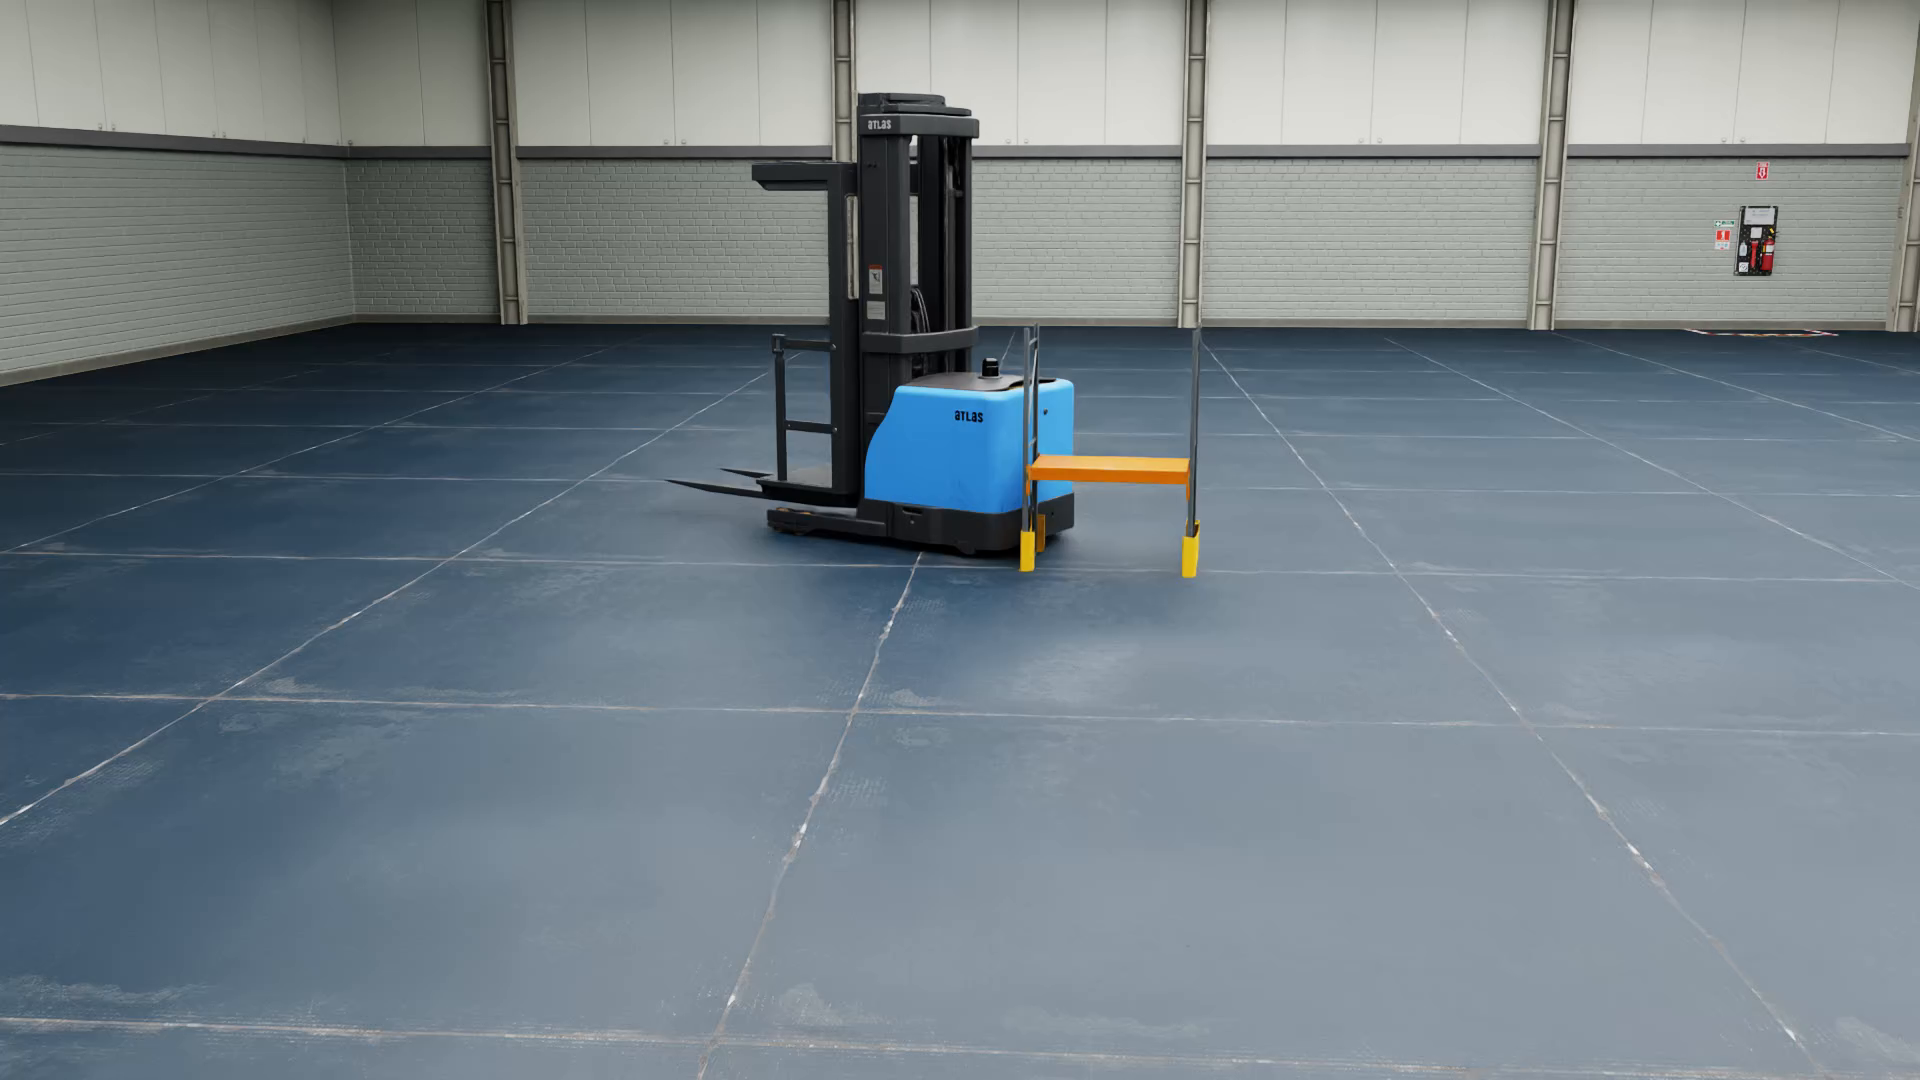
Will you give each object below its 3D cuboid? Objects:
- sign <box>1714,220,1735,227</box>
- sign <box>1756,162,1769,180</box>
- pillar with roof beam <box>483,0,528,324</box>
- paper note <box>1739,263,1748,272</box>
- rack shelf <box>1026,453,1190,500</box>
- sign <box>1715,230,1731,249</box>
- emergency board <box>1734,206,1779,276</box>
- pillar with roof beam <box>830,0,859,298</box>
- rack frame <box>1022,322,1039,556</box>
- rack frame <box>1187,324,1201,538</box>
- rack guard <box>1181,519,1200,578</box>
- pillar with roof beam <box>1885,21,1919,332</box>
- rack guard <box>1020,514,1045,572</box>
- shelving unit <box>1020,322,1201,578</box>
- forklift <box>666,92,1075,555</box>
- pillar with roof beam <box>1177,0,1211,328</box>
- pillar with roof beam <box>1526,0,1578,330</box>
[{"bbox_3d":[12.962,-5.360,28.185,0.331,0.109,0.001,1,12,4],"label":"sign"},{"bbox_3d":[13.502,-6.212,27.975,0.199,0.298,0.001,1,12,4],"label":"sign"},{"bbox_3d":[-8.268,-7.400,24.667,0.400,9.000,9.100,1,12,4],"label":"pillar with roof beam"},{"bbox_3d":[13.331,-4.642,28.284,0.142,0.148,0.016,1,12,4],"label":"paper note"},{"bbox_3d":[0.946,-0.404,10.414,1.000,0.185,0.538,2,12,10],"label":"rack shelf"},{"bbox_3d":[12.958,-5.103,28.248,0.234,0.329,0.001,1,12,4],"label":"sign"},{"bbox_3d":[13.503,-5.056,28.115,0.643,1.169,0.194,1,12,4],"label":"emergency board"},{"bbox_3d":[-2.281,-7.318,24.274,0.400,9.000,9.100,1,12,4],"label":"pillar with roof beam"},{"bbox_3d":[0.445,-0.598,10.464,0.032,1.500,0.500,2,12,10],"label":"rack frame"},{"bbox_3d":[1.446,-0.562,10.291,0.032,1.500,0.500,2,12,10],"label":"rack frame"},{"bbox_3d":[1.445,0.050,10.419,0.087,0.250,0.587,2,12,10],"label":"rack guard"},{"bbox_3d":[15.679,-7.072,23.097,0.400,9.000,9.100,1,12,4],"label":"pillar with roof beam"},{"bbox_3d":[0.464,0.014,10.588,0.087,0.250,0.587,2,12,10],"label":"rack guard"},{"bbox_3d":[0.955,-0.580,10.376,1.083,1.500,0.587,2,12,10],"label":"shelving unit"},{"bbox_3d":[-0.732,-1.547,11.506,3.031,2.935,1.130,8,14,33],"label":"forklift"},{"bbox_3d":[3.705,-7.236,23.882,0.400,9.000,9.100,1,12,4],"label":"pillar with roof beam"},{"bbox_3d":[9.692,-7.154,23.490,0.400,9.000,9.100,1,12,4],"label":"pillar with roof beam"}]
